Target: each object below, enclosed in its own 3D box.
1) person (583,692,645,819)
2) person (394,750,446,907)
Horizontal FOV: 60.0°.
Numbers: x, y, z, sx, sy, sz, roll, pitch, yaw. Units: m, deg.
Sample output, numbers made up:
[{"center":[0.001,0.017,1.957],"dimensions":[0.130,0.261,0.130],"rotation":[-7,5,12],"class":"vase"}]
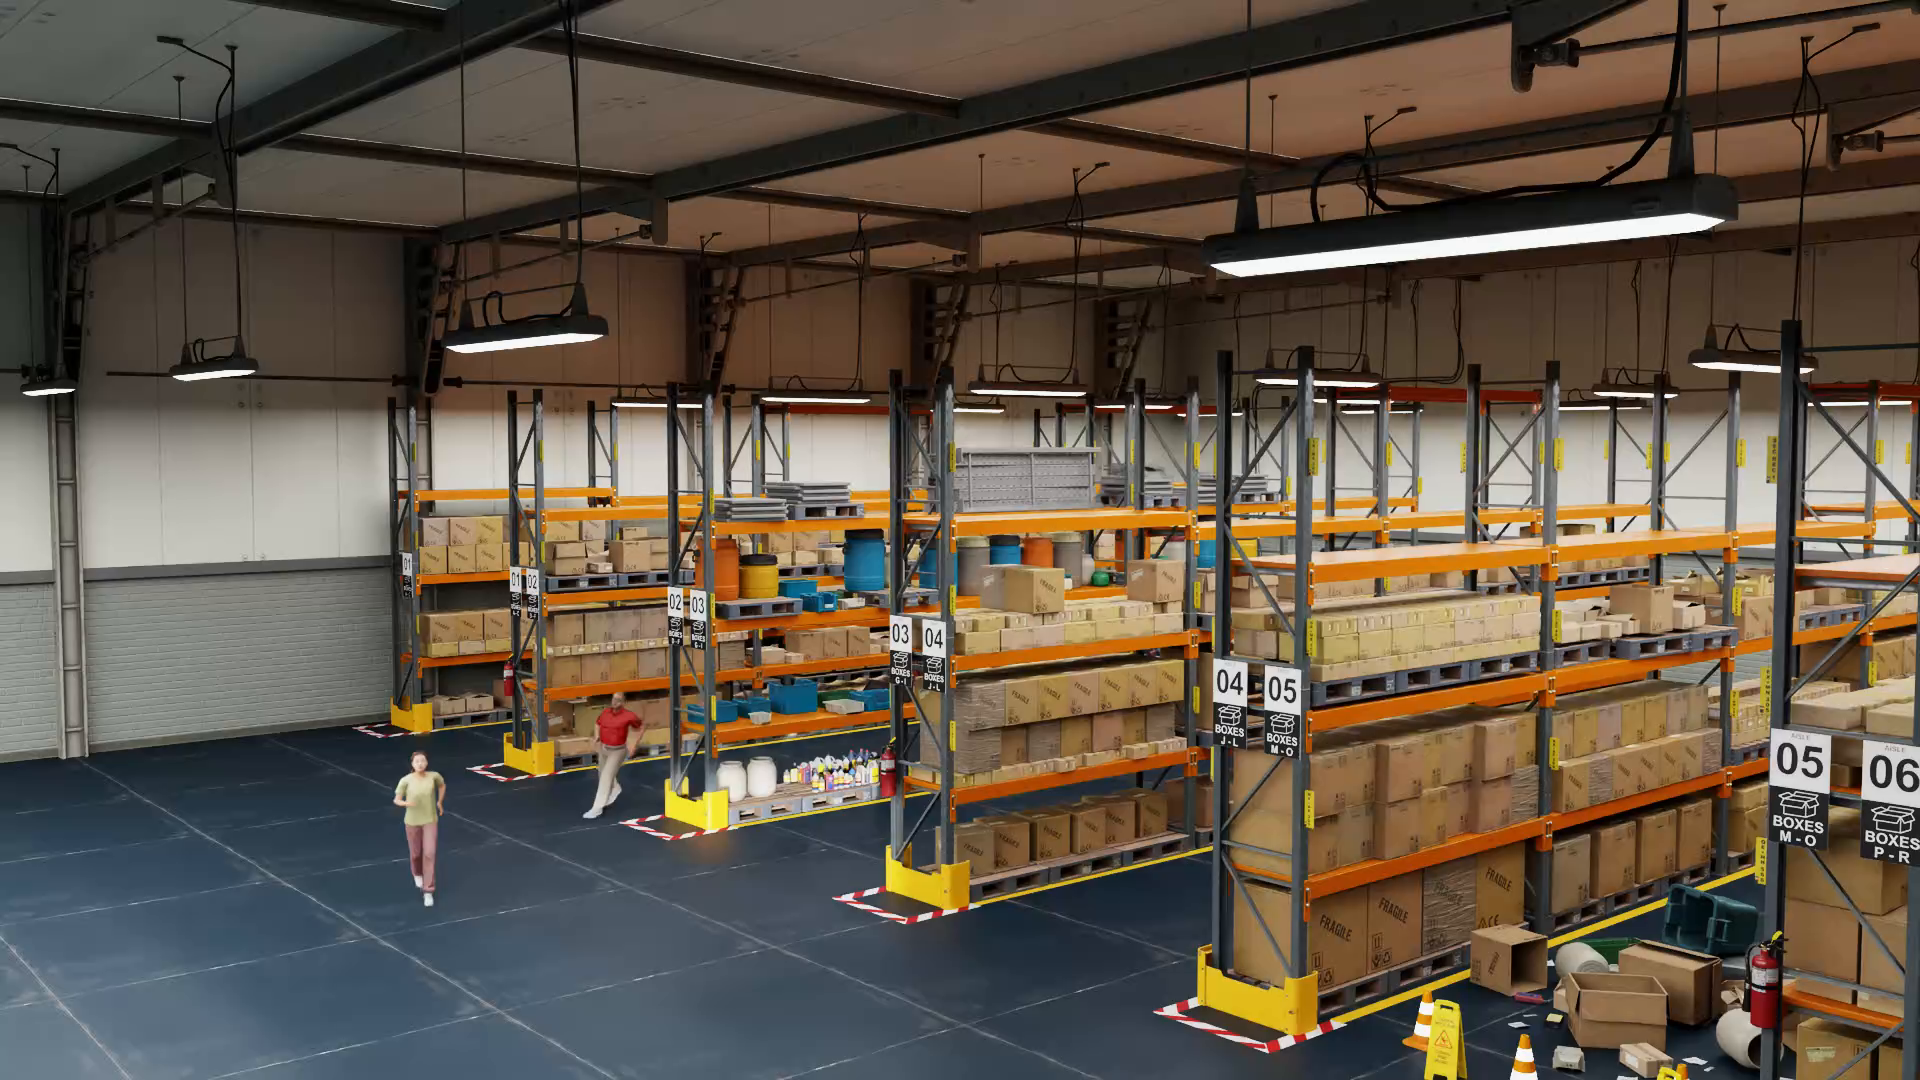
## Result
[{"center":[-4.817,2.958,23.122],"dimensions":[0.733,1.700,0.974],"rotation":[2,4,25],"class":"person"},{"center":[-6.086,3.207,18.775],"dimensions":[0.574,1.673,0.951],"rotation":[-1,4,-21],"class":"person"}]
